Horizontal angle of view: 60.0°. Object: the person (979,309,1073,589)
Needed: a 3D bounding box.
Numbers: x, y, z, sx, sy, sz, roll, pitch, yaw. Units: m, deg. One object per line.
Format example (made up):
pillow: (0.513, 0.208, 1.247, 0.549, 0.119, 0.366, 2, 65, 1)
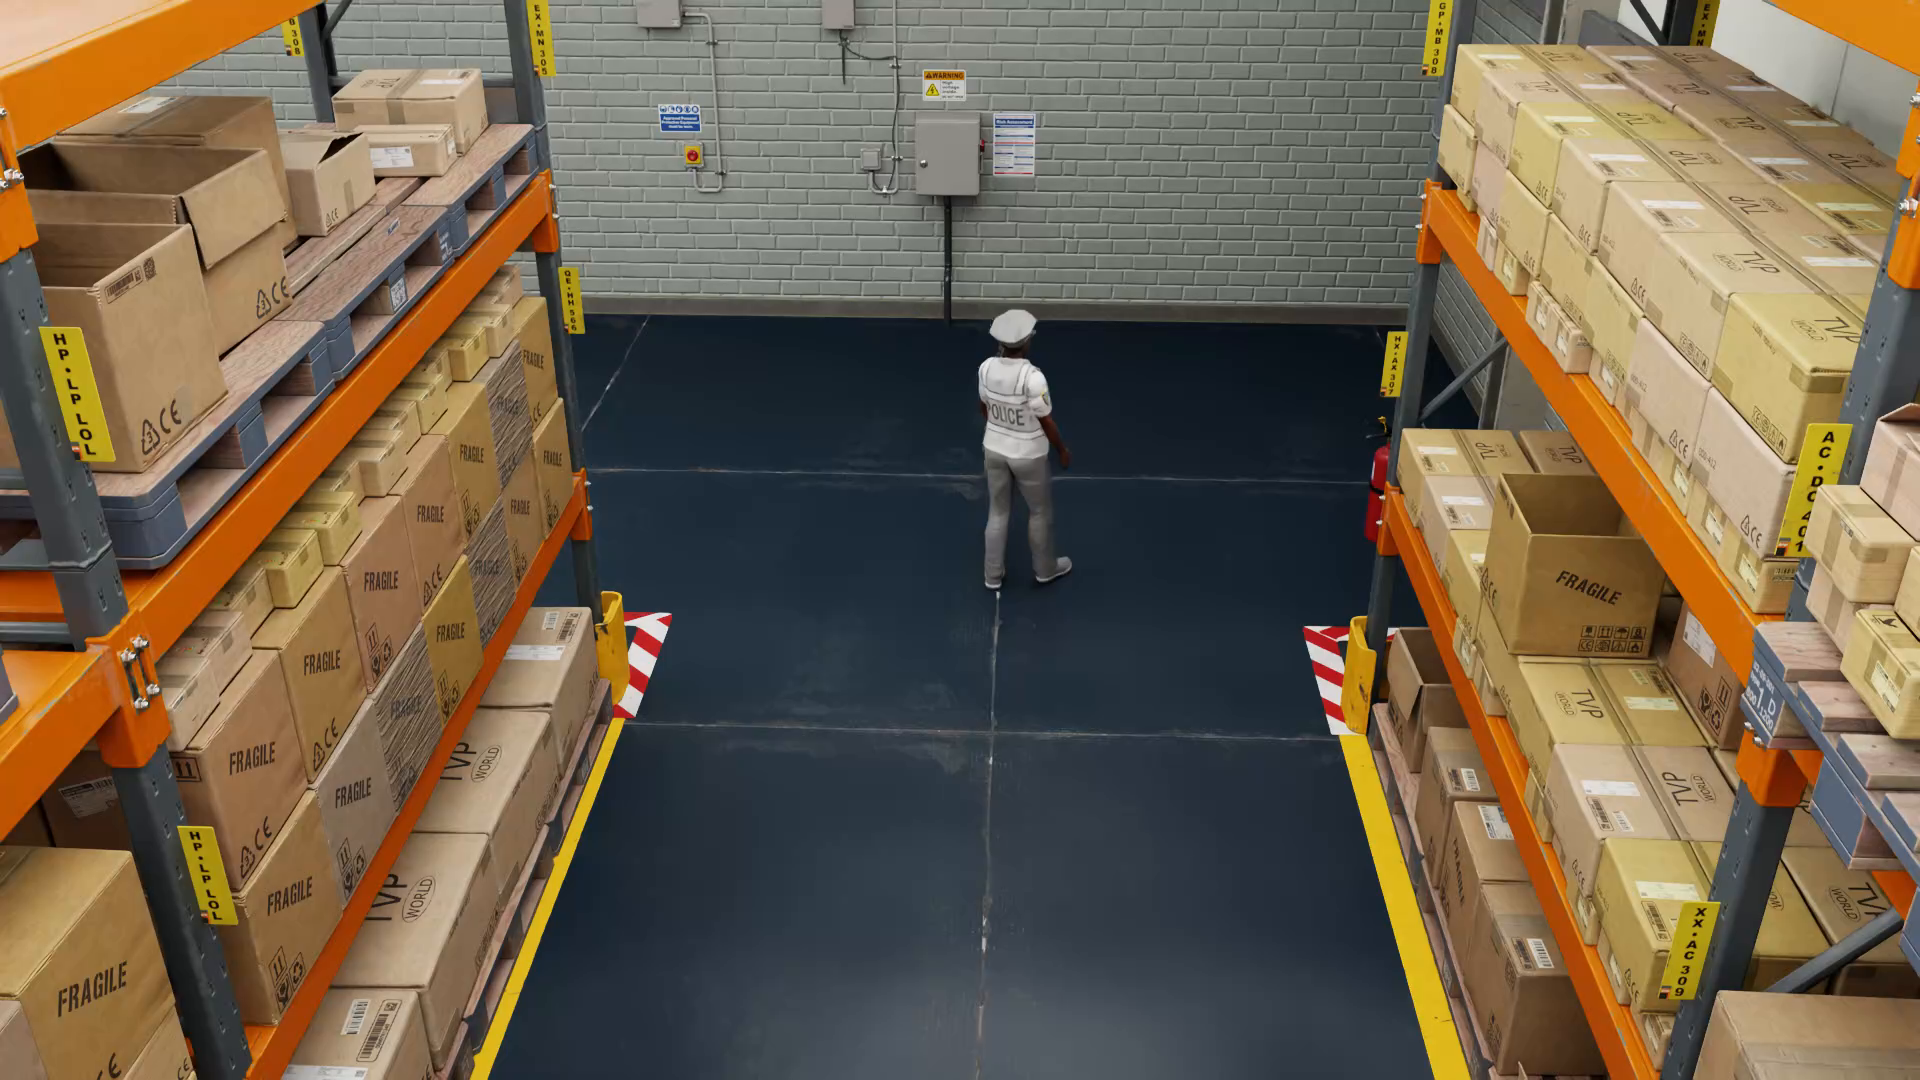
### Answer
person: (0.372, -0.533, 9.570, 0.524, 1.687, 0.542, 18, 33, 29)
